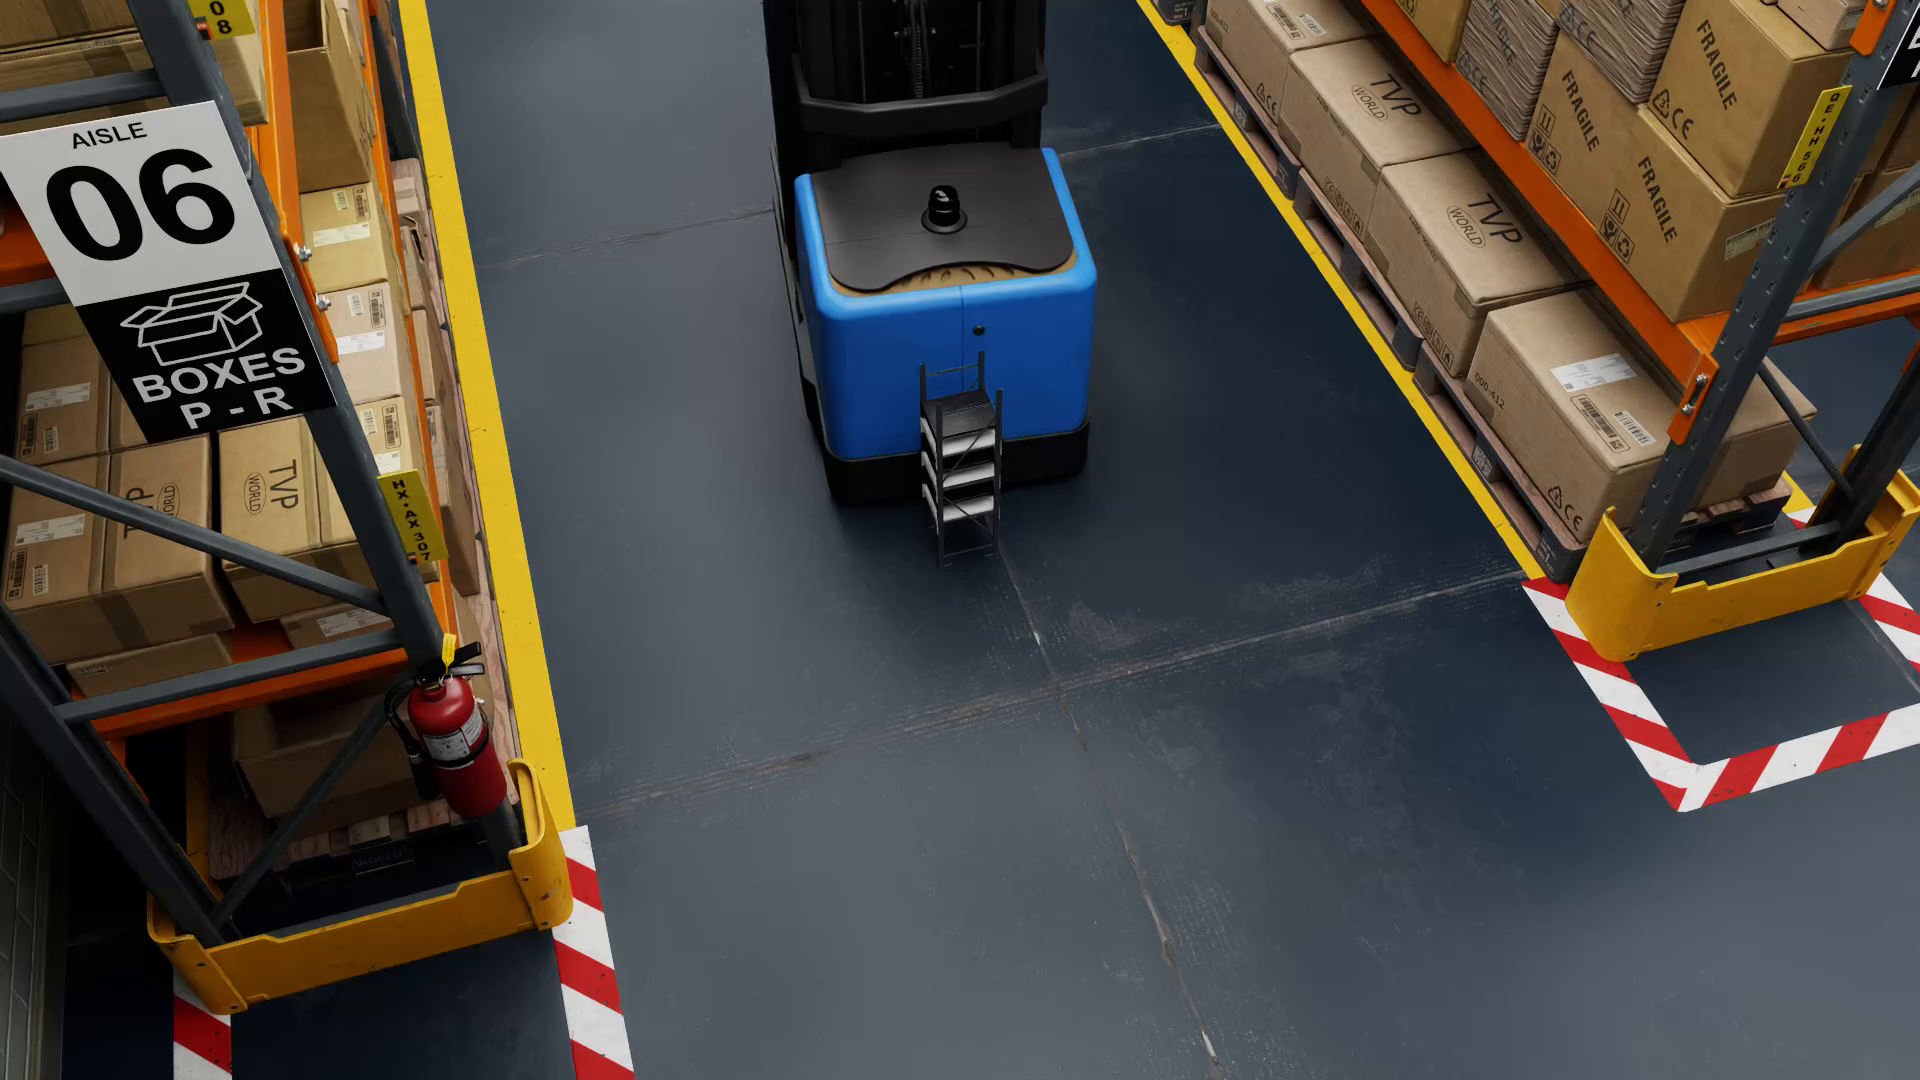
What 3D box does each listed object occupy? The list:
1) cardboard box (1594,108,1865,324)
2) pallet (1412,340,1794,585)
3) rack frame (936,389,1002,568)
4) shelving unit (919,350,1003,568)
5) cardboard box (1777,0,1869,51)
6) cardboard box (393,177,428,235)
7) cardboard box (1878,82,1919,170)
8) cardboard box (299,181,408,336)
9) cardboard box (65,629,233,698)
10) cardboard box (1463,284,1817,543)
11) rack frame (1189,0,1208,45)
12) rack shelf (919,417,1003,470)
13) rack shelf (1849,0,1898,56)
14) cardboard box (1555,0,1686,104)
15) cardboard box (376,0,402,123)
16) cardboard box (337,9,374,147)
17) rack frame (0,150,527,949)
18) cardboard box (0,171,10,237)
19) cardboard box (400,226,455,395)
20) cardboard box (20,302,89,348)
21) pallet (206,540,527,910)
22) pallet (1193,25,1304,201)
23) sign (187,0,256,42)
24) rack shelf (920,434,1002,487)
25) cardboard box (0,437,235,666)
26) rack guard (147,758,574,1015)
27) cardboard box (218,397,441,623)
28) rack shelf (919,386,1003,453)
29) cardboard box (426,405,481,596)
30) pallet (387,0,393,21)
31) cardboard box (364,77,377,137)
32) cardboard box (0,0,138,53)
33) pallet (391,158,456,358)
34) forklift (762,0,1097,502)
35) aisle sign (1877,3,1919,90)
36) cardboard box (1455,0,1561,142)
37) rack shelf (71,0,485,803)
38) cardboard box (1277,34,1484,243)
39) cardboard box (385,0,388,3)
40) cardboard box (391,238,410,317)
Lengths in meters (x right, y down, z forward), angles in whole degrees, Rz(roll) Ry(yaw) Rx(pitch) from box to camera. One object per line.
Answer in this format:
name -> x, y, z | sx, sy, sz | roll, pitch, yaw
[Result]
cardboard box -> 2.493, -1.099, 5.439 | 0.500, 0.500, 0.500 | -13, 51, -11
pallet -> 2.577, -0.442, 6.774 | 1.003, 0.211, 1.213 | -13, 51, -11
rack frame -> 0.032, -0.210, 6.128 | 0.240, 0.900, 0.006 | -13, 51, -11
shelving unit -> 0.002, -0.284, 6.191 | 0.258, 0.900, 0.210 | -13, 51, -11
cardboard box -> 2.591, -1.555, 4.745 | 0.380, 0.149, 0.250 | -13, 51, -10
cardboard box -> -2.590, -1.447, 7.388 | 0.380, 0.149, 0.250 | -15, 51, -12
cardboard box -> 3.019, -1.544, 5.160 | 0.500, 0.500, 0.500 | -14, 51, -12
cardboard box -> -2.031, -0.827, 5.178 | 0.500, 0.250, 0.500 | -14, 51, -12
cardboard box -> -2.206, 0.250, 4.531 | 0.380, 0.149, 0.250 | -14, 51, -11
cardboard box -> 2.598, -0.543, 6.437 | 0.875, 0.438, 0.875 | -15, 51, -12
rack frame -> 1.706, -3.696, 7.694 | 1.000, 3.000, 0.127 | -13, 51, -11
rack shelf -> 0.002, -0.379, 6.078 | 0.258, 0.077, 0.200 | -13, 51, -11
rack shelf -> 2.297, -2.970, 5.590 | 1.077, 0.370, 4.000 | -13, 51, -11
cardboard box -> 2.336, -1.802, 5.378 | 0.500, 0.500, 0.500 | -13, 51, -11
cardboard box -> -2.963, -2.305, 7.881 | 0.500, 0.500, 0.500 | -11, 51, -9
cardboard box -> -2.354, -1.572, 5.807 | 0.500, 0.250, 0.500 | -14, 51, -11
rack frame -> -1.852, 0.350, 4.282 | 1.000, 3.000, 0.127 | -13, 51, -11
cardboard box -> -2.168, -0.717, 3.384 | 0.380, 0.149, 0.250 | -12, 51, -10
cardboard box -> -2.465, -0.839, 6.645 | 0.700, 0.500, 0.500 | -15, 52, -12
cardboard box -> -2.535, -0.713, 5.082 | 0.500, 0.250, 0.500 | -12, 51, -10
pallet -> -2.111, 0.612, 5.886 | 1.003, 0.211, 1.213 | -13, 51, -11
pallet -> 1.856, -2.224, 8.277 | 1.003, 0.211, 1.213 | -13, 51, -11
sign -> -1.334, -1.021, 2.905 | 0.100, 0.325, 0.005 | -13, 51, -11
rack shelf -> 0.002, -0.321, 6.147 | 0.258, 0.077, 0.200 | -13, 51, -11
cardboard box -> -2.242, 0.027, 4.459 | 0.500, 0.250, 0.500 | -12, 51, -10
rack guard -> -1.874, 1.101, 5.285 | 1.175, 0.500, 0.348 | -13, 51, -11
cardboard box -> -1.729, -0.089, 4.557 | 0.500, 0.250, 0.500 | -13, 51, -11
rack shelf -> 0.002, -0.437, 6.010 | 0.258, 0.077, 0.200 | -13, 51, -11
cardboard box -> -2.158, -0.080, 6.006 | 0.700, 0.500, 0.500 | -11, 51, -9
pallet -> -3.676, -3.150, 9.058 | 1.003, 0.211, 1.213 | -13, 51, -11
cardboard box -> -2.348, -1.567, 6.063 | 0.380, 0.149, 0.250 | -14, 51, -12
cardboard box -> -1.743, -1.206, 3.209 | 0.500, 0.250, 0.500 | -14, 51, -11
pallet -> -2.833, -1.170, 7.388 | 1.003, 0.211, 1.213 | -13, 51, -11
forklift -> -0.253, -2.243, 6.514 | 1.130, 2.935, 3.031 | -8, 50, -7
aisle sign -> 2.614, -1.490, 4.133 | 0.394, 0.787, 0.004 | -13, 51, -11
cardboard box -> 2.198, -1.843, 6.066 | 0.500, 0.500, 0.500 | -12, 51, -10
rack shelf -> -2.443, -0.878, 5.789 | 1.077, 0.370, 4.000 | -13, 51, -11
cardboard box -> 2.054, -1.869, 7.555 | 0.875, 0.438, 0.875 | -15, 51, -12
cardboard box -> -3.273, -3.057, 8.515 | 0.500, 0.500, 0.500 | -15, 51, -12
cardboard box -> -2.021, -0.823, 5.436 | 0.380, 0.149, 0.250 | -15, 51, -12
